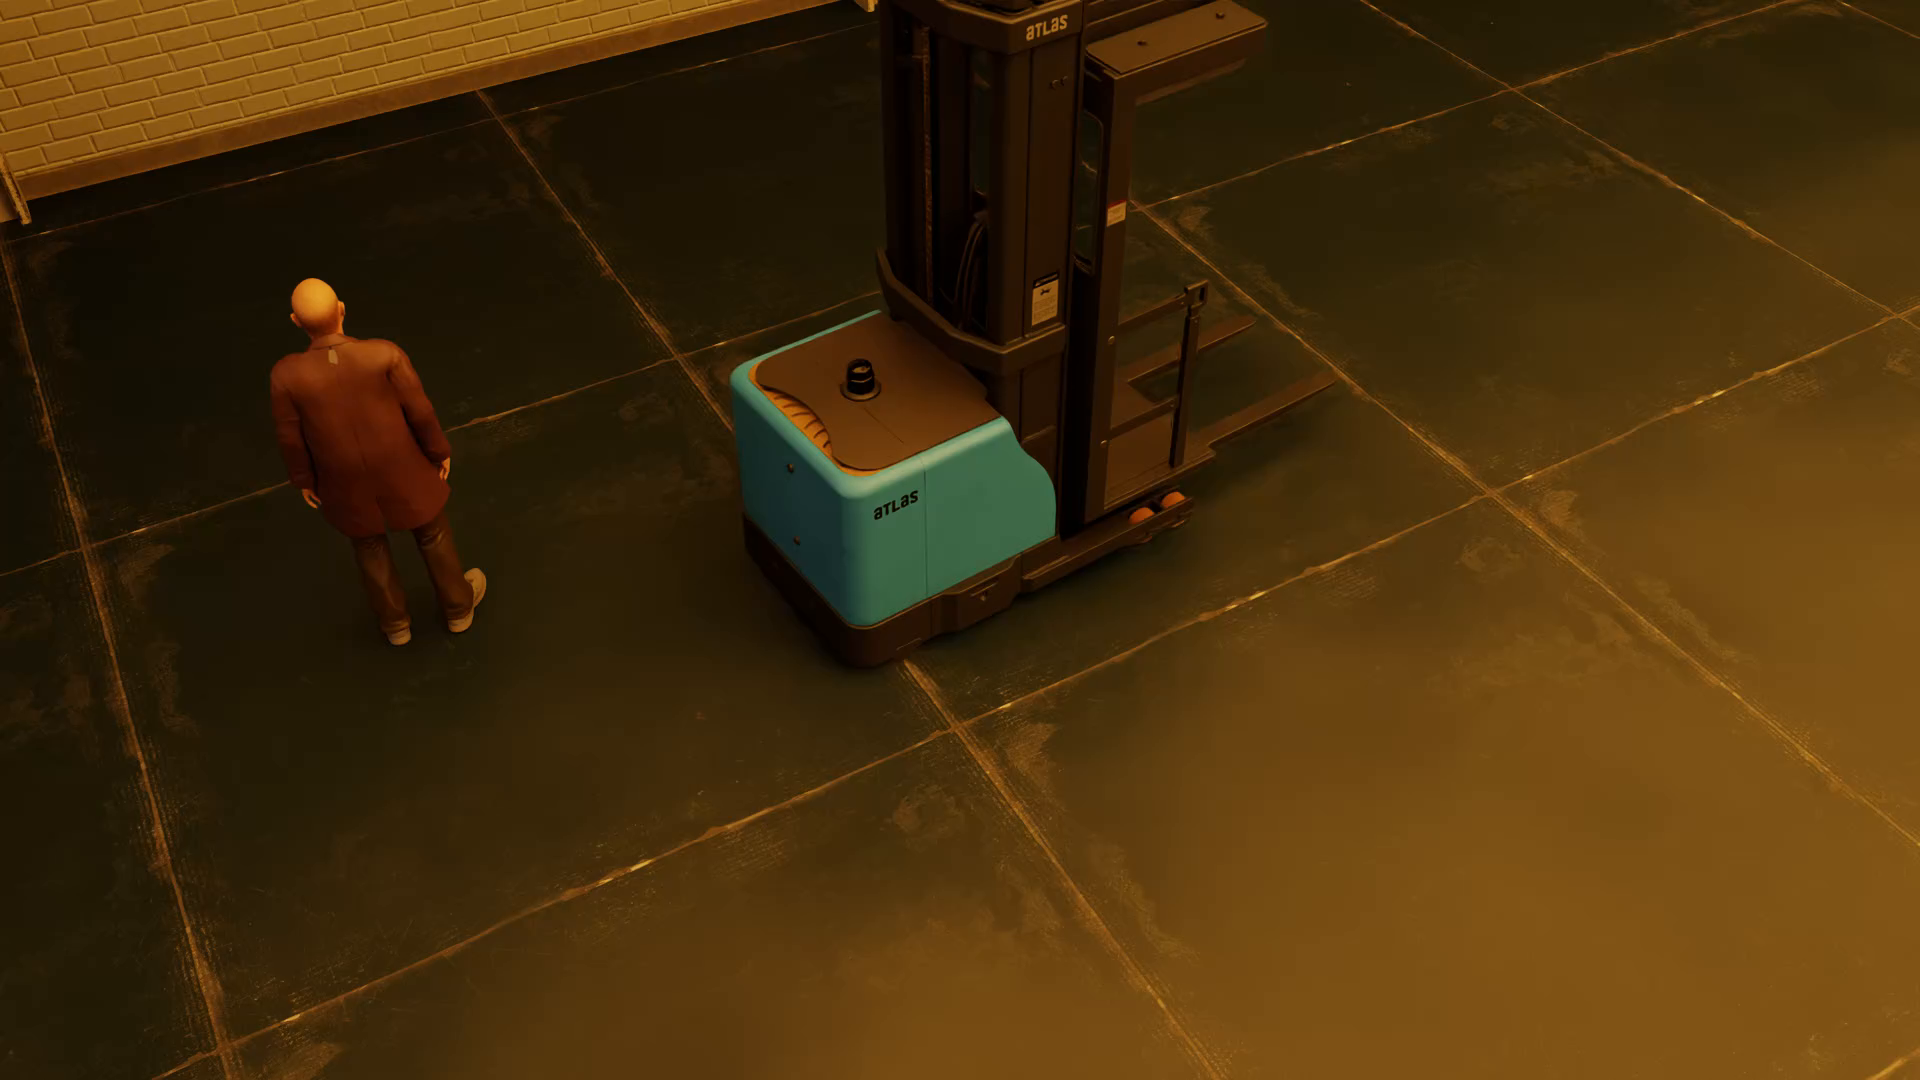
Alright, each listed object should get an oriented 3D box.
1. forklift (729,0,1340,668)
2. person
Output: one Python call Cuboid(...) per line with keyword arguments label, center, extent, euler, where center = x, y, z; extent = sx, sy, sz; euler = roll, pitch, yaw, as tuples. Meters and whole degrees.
Cuboid(label="forklift", center=(0.498, -1.330, 7.132), extent=(3.031, 2.935, 1.130), euler=(-26, 49, -25))
Cuboid(label="person", center=(-2.427, -0.297, 6.870), extent=(0.647, 1.772, 0.430), euler=(-11, 44, -12))
